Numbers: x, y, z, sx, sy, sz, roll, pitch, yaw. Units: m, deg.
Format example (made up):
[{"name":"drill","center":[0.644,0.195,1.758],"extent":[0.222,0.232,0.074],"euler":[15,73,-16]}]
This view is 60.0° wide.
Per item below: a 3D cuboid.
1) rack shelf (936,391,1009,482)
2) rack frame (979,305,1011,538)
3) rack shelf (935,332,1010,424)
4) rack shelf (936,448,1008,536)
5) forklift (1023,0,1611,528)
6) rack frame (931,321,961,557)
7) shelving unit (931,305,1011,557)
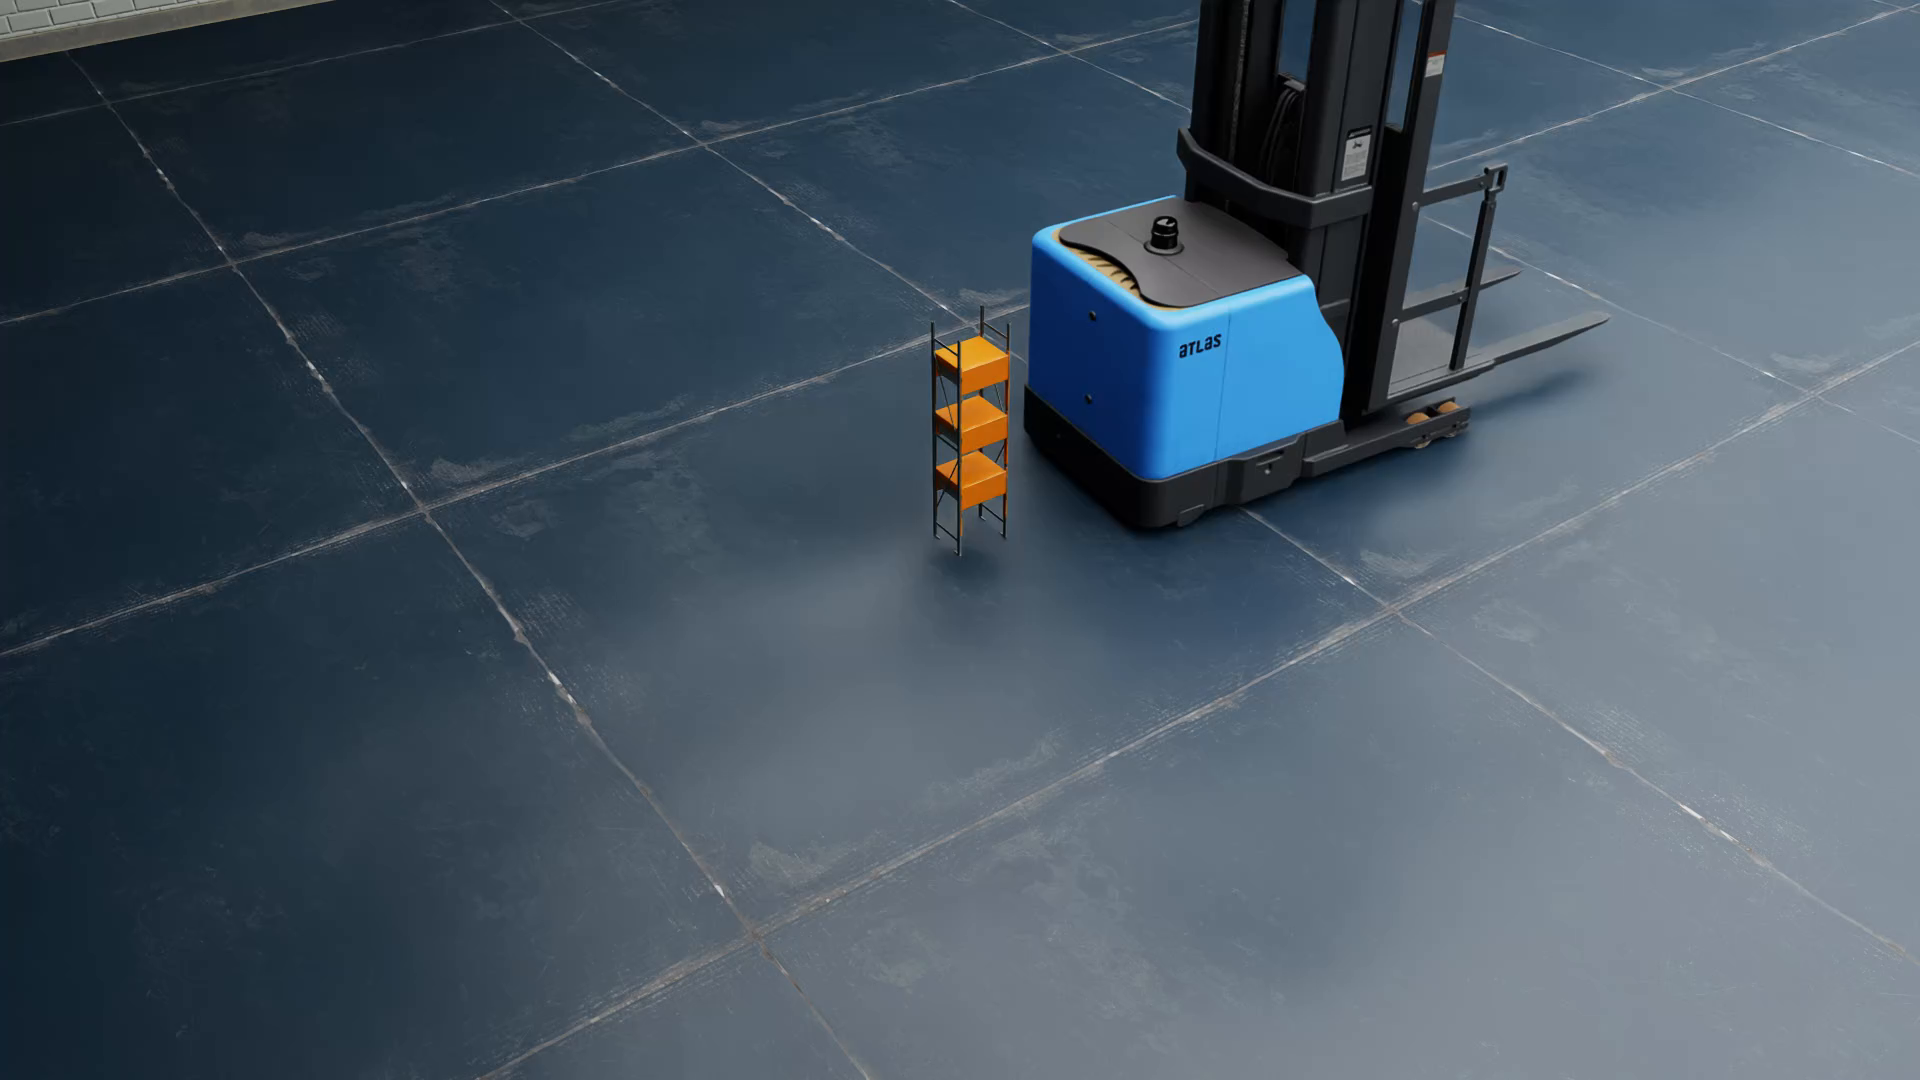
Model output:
[{"name":"rack shelf","center":[0.044,-0.436,6.975],"extent":[0.240,0.259,0.215],"euler":[-22,41,-28]},{"name":"rack frame","center":[0.143,-0.485,7.026],"extent":[0.008,1.050,0.200],"euler":[-22,41,-28]},{"name":"rack shelf","center":[0.044,-0.666,6.809],"extent":[0.240,0.259,0.215],"euler":[-22,41,-28]},{"name":"rack shelf","center":[0.044,-0.210,7.137],"extent":[0.240,0.259,0.215],"euler":[-22,41,-28]},{"name":"forklift","center":[1.835,-1.870,7.339],"extent":[3.031,2.935,1.130],"euler":[-19,40,-24]},{"name":"rack frame","center":[-0.056,-0.403,6.911],"extent":[0.008,1.050,0.200],"euler":[-22,41,-28]},{"name":"shelving unit","center":[0.044,-0.444,6.968],"extent":[0.252,1.050,0.215],"euler":[-22,41,-28]}]
